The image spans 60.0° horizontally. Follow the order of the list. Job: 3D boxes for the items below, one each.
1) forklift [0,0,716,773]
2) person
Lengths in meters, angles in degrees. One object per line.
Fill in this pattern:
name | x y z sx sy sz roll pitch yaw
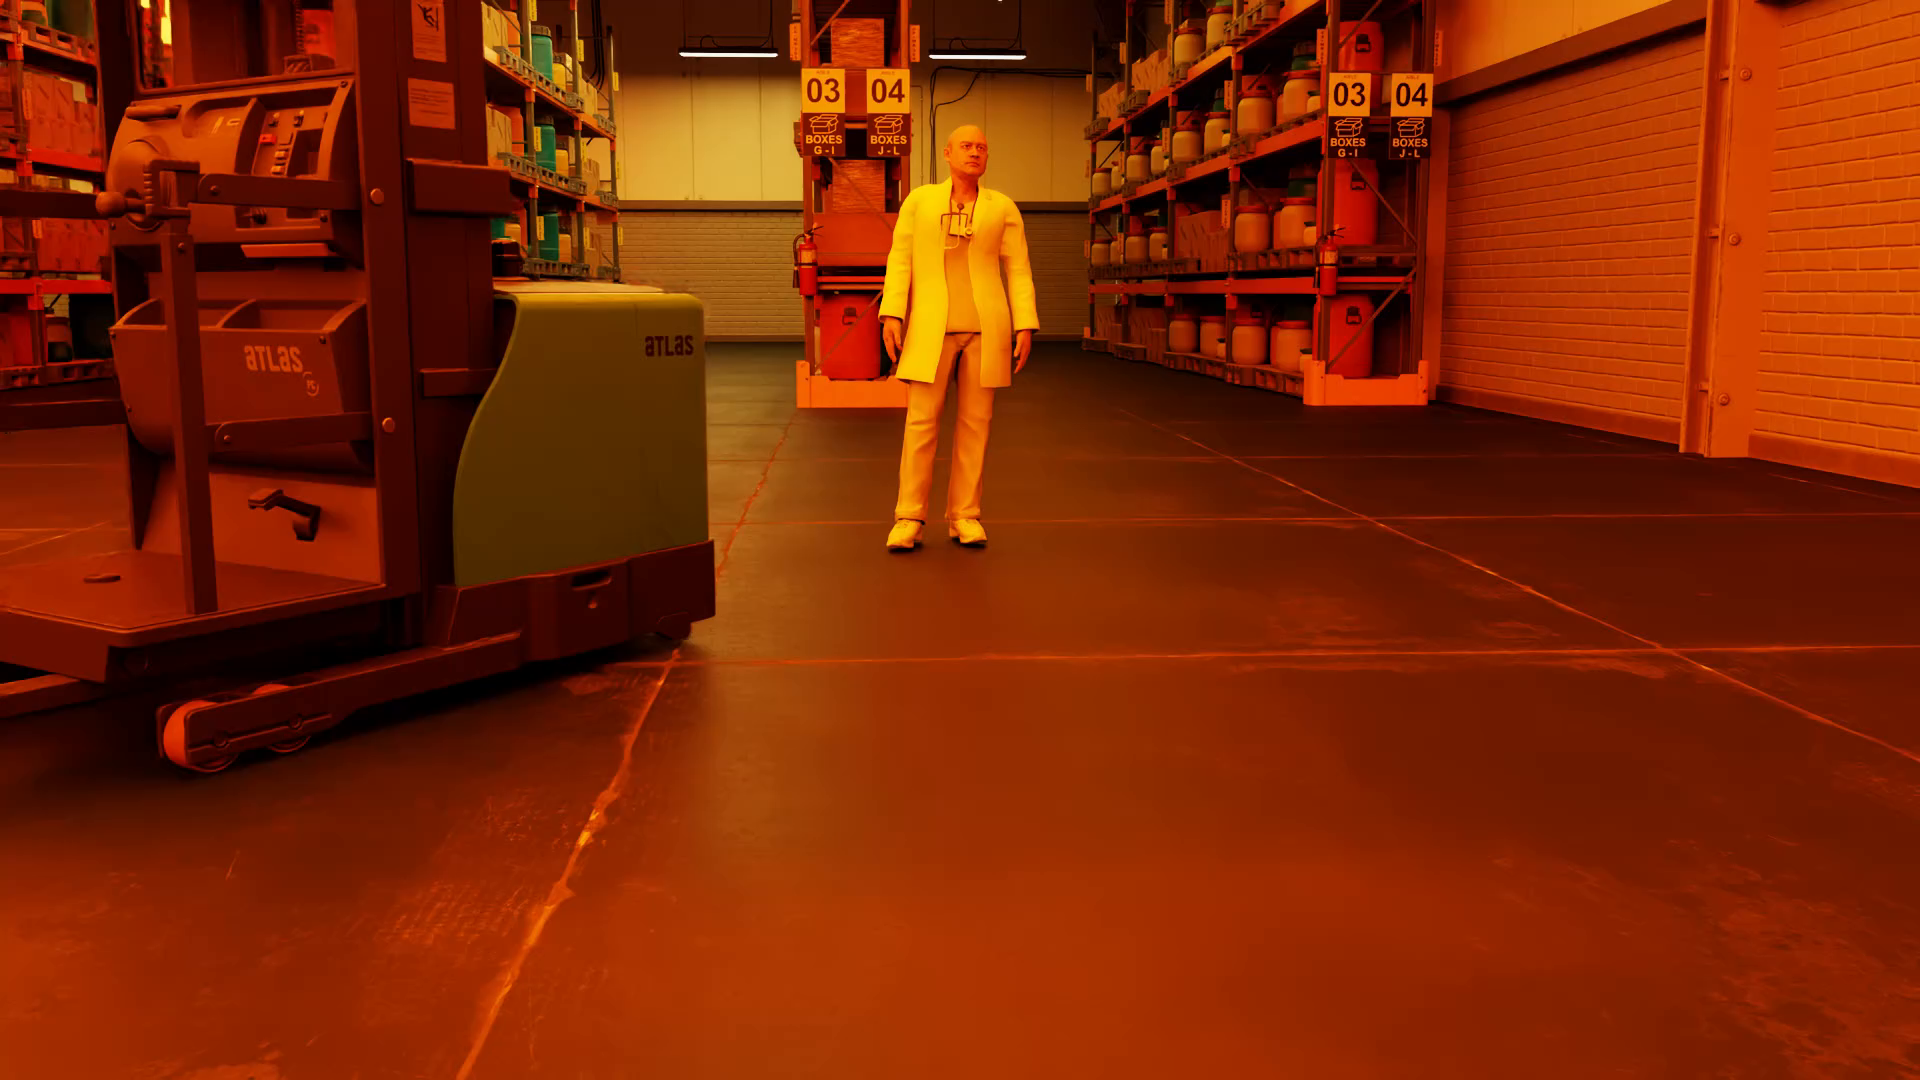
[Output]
forklift | -1.983 -1.000 4.066 1.130 2.935 3.031 5 10 32
person | 0.001 -0.873 7.089 0.696 1.776 0.581 -1 8 -4
